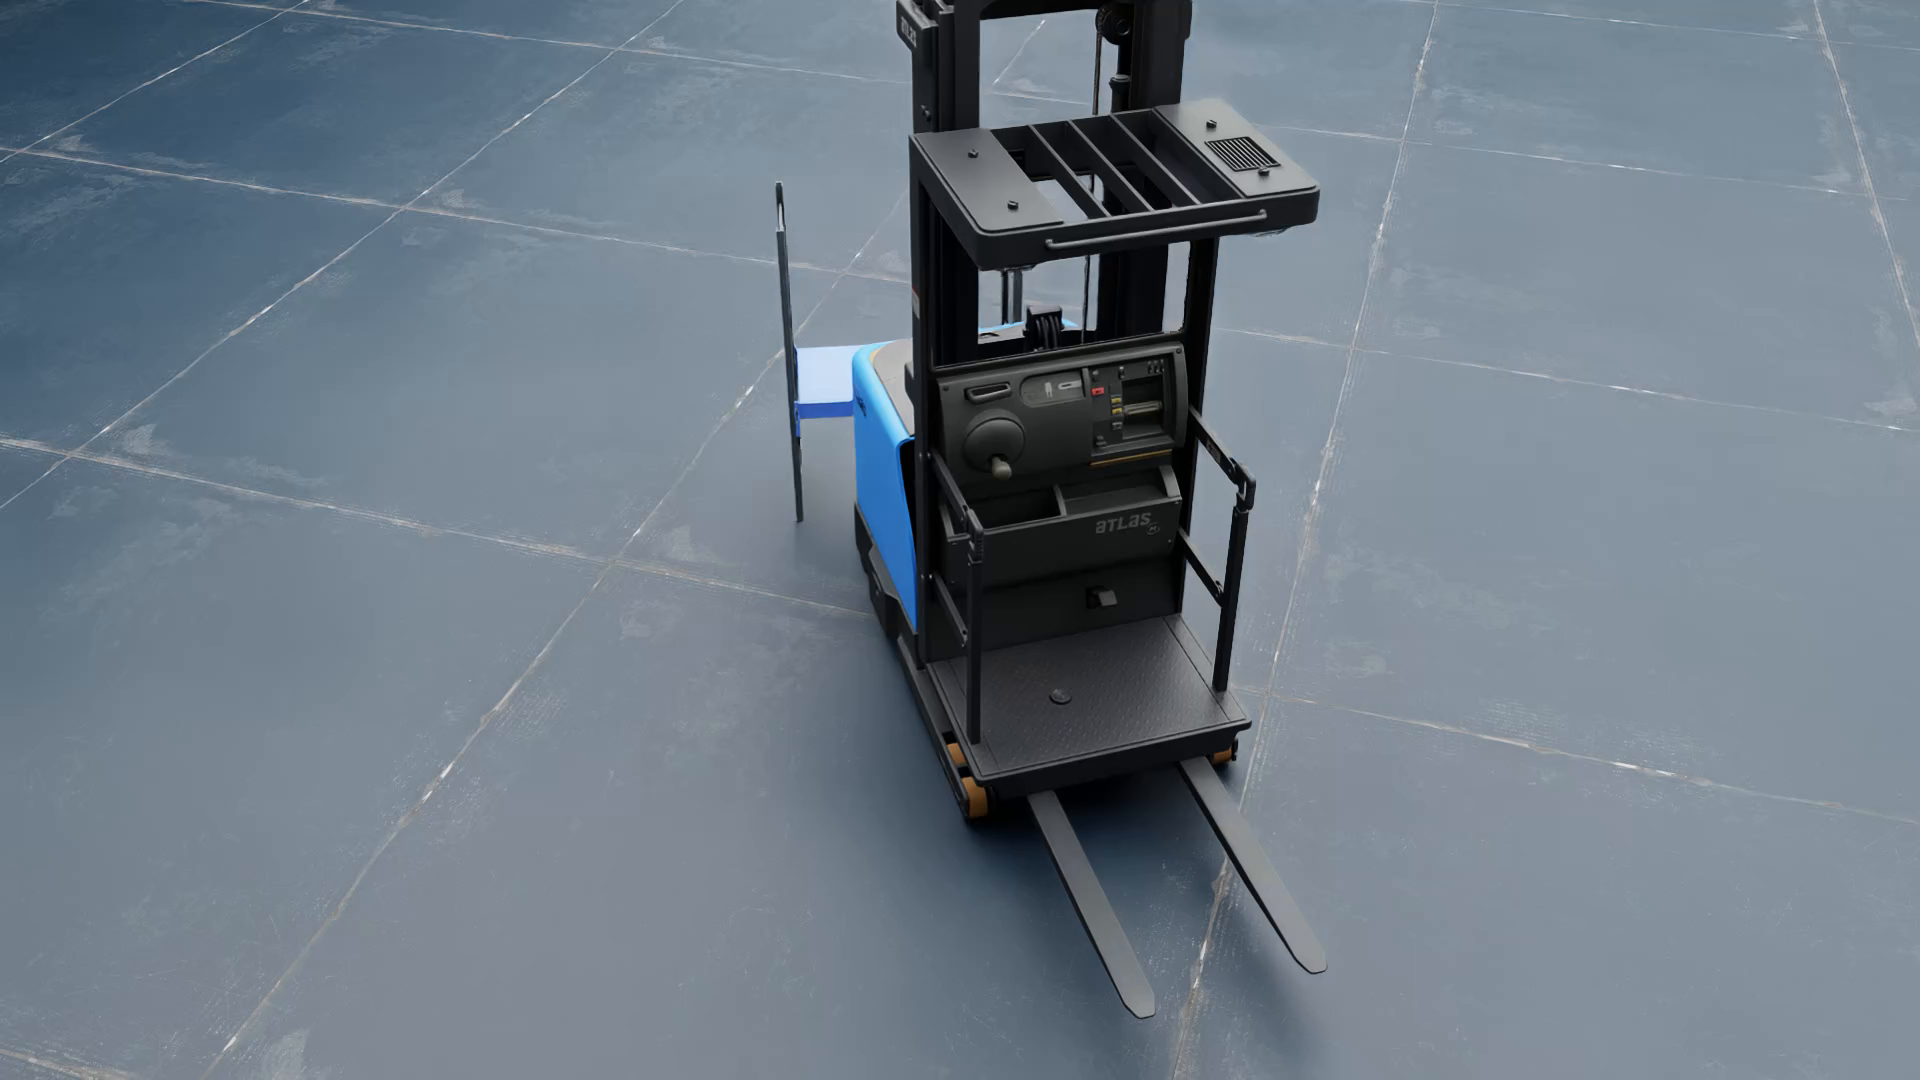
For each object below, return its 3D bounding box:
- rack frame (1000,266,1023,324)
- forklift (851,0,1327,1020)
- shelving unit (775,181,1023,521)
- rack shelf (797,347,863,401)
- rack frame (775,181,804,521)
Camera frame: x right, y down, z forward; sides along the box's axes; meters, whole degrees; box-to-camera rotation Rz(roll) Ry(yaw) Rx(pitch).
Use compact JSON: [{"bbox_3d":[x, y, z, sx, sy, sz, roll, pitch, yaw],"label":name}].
[{"bbox_3d":[0.231,-0.900,7.707,0.032,1.500,0.500,-3,36,-5],"label":"rack frame"},{"bbox_3d":[0.443,-0.390,5.807,1.130,2.935,3.031,-10,38,-14],"label":"forklift"},{"bbox_3d":[-0.275,-0.870,7.667,1.048,1.500,0.500,-3,36,-5],"label":"shelving unit"},{"bbox_3d":[-0.275,-0.765,7.745,0.952,0.062,0.459,-3,36,-5],"label":"rack shelf"},{"bbox_3d":[-0.781,-0.840,7.626,0.032,1.500,0.500,-3,36,-5],"label":"rack frame"}]
